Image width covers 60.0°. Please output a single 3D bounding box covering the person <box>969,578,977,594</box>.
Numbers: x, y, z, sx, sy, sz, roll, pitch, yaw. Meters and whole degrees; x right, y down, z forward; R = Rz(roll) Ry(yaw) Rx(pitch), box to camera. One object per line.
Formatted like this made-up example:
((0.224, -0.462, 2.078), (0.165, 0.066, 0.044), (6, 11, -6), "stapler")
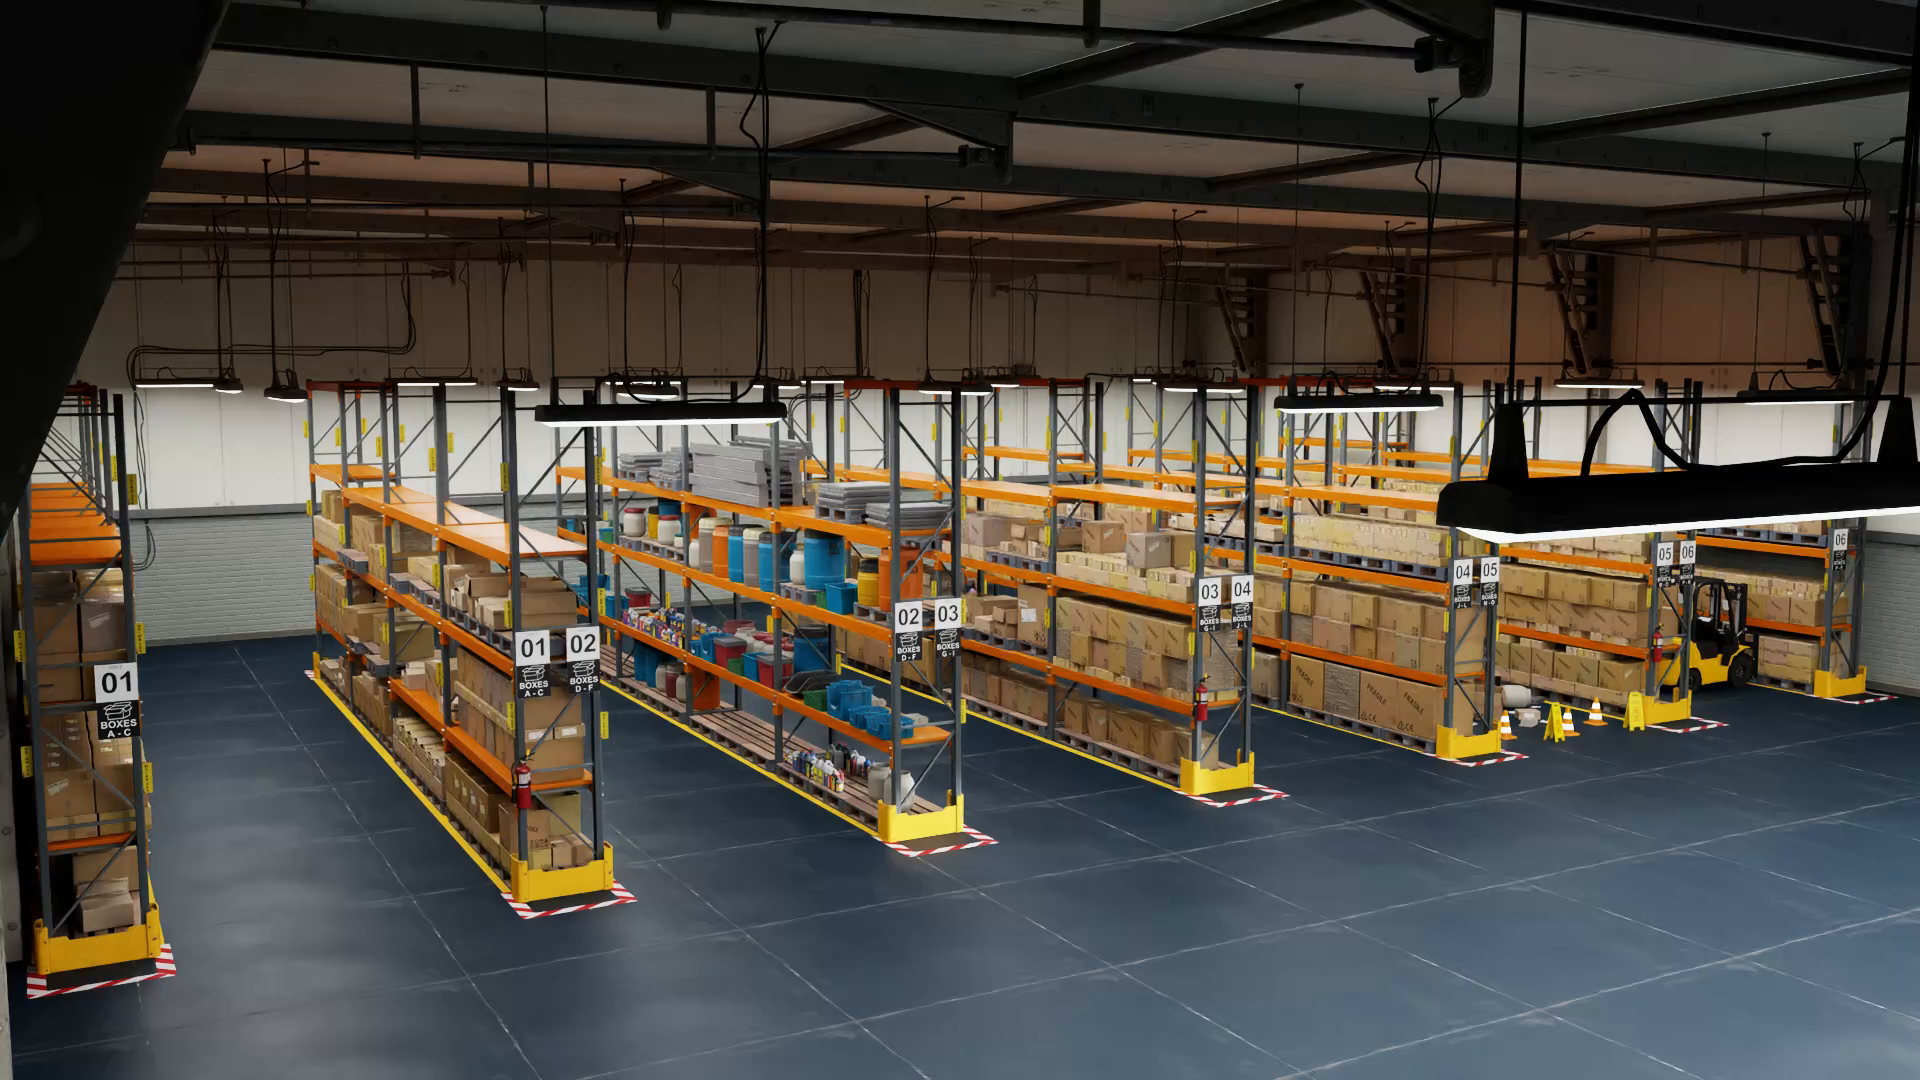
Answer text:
((0.337, 1.616, 36.990), (0.418, 1.548, 0.768), (-4, 7, -31), "person")
